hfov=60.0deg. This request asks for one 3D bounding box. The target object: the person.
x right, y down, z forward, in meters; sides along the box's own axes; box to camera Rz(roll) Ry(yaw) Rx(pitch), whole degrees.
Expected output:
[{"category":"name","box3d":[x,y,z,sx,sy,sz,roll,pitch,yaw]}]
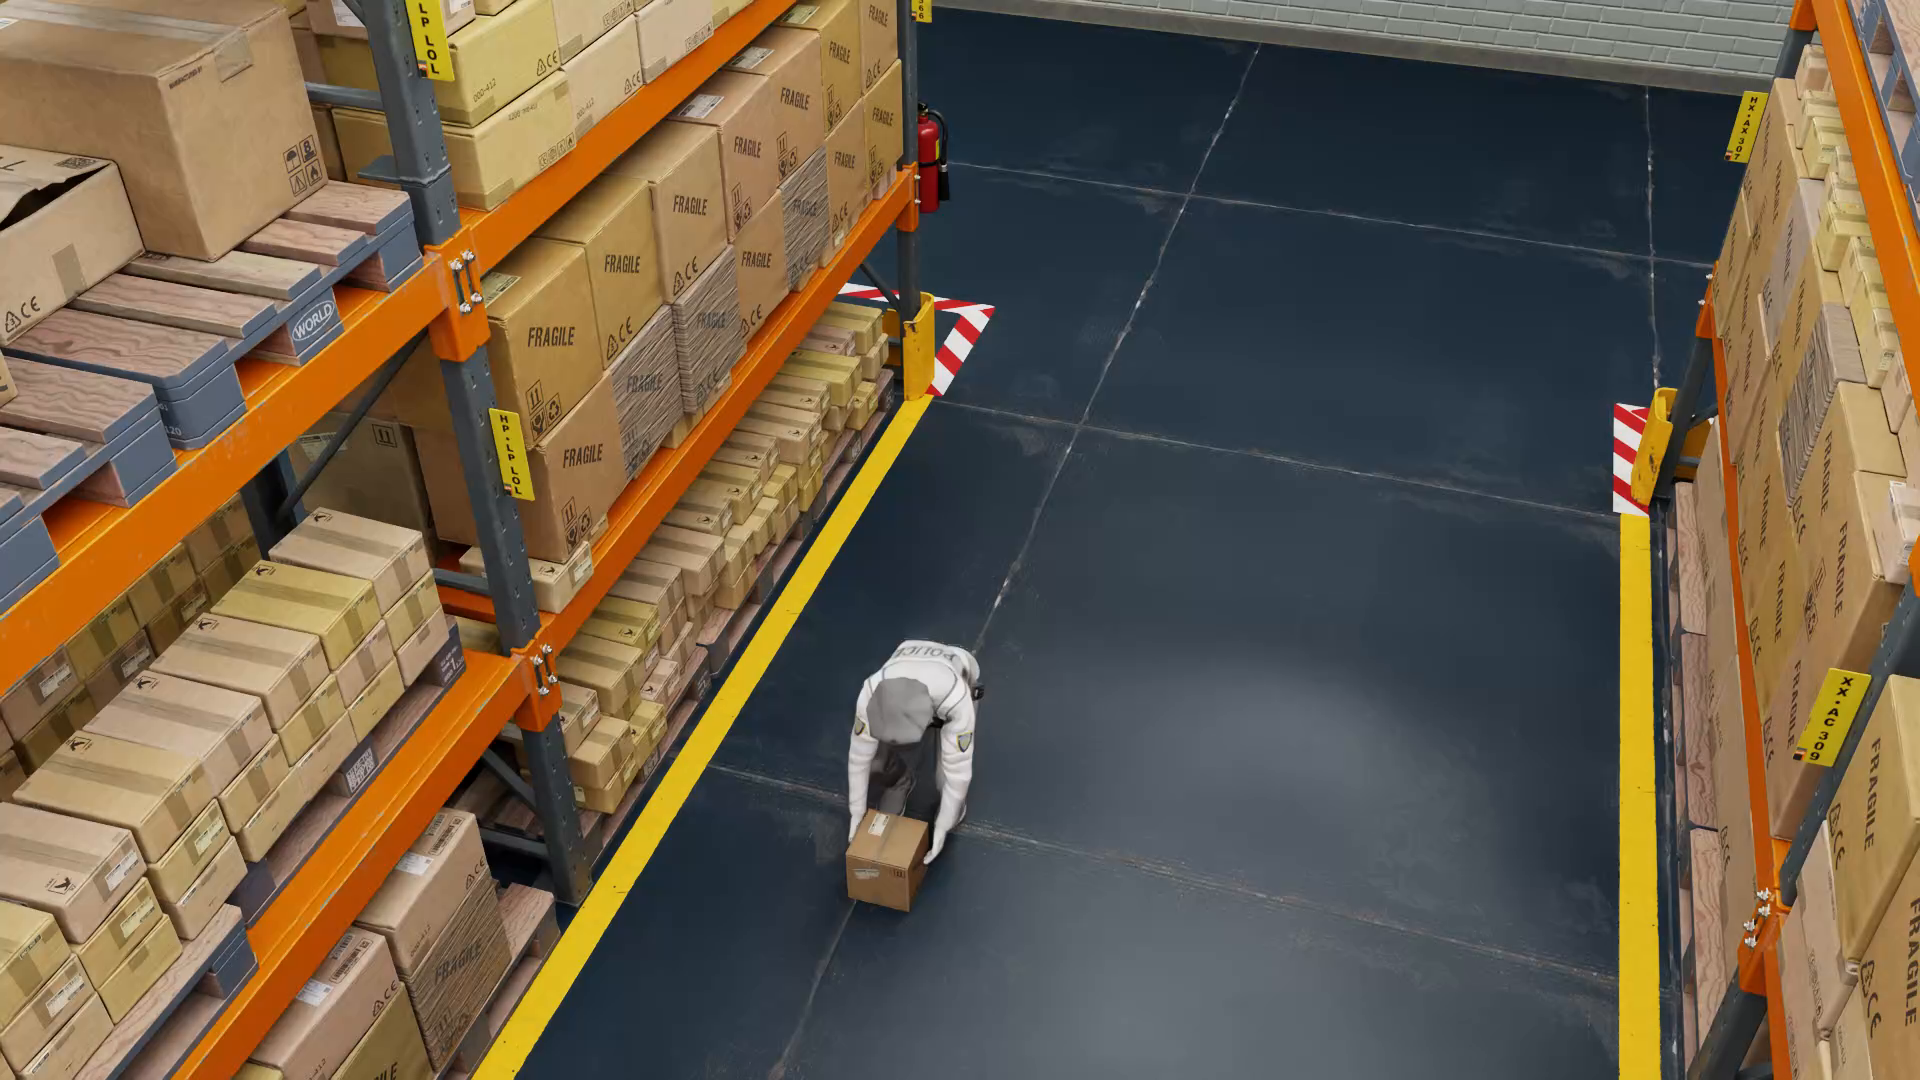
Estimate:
[{"category":"person","box3d":[-0.147,0.757,6.461,0.489,0.984,0.845,11,39,14]}]
